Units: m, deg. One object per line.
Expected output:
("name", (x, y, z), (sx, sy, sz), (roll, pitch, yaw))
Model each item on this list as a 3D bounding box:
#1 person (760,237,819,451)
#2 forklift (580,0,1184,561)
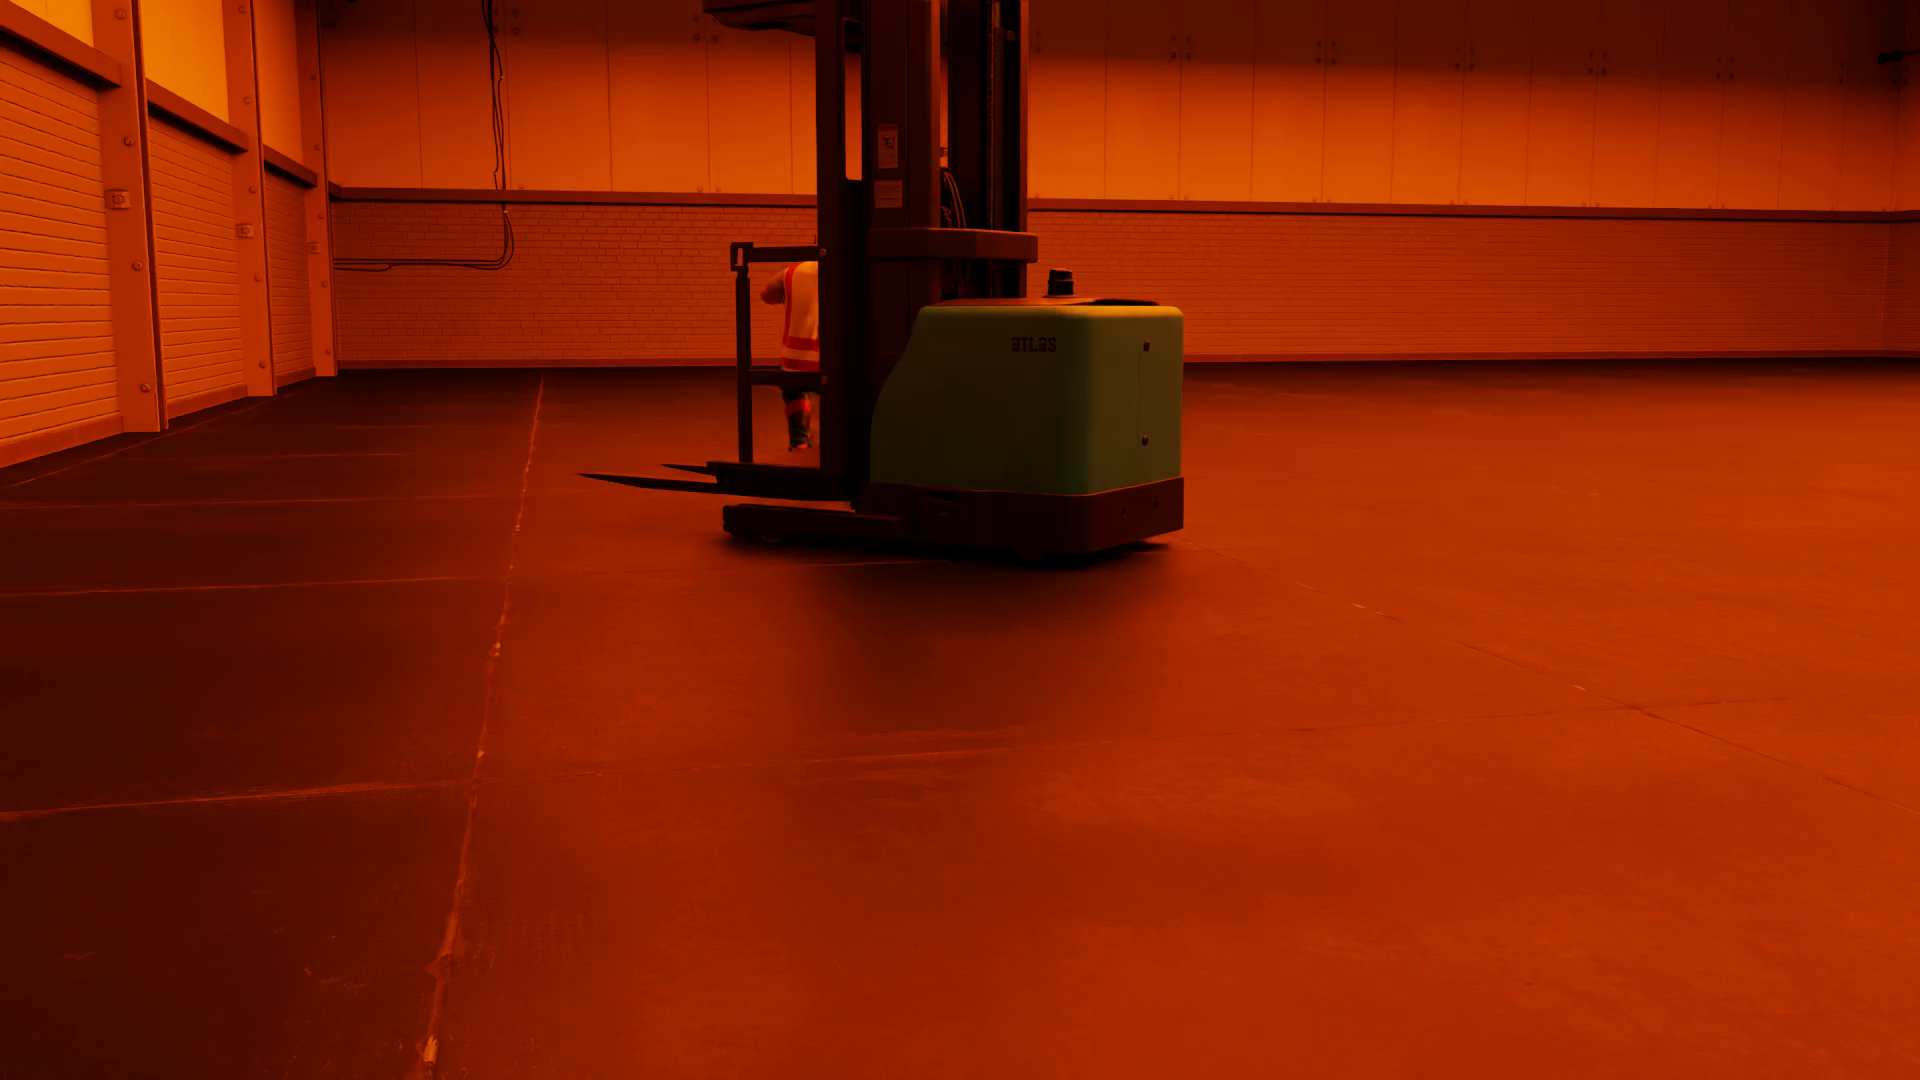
("person", (-0.731, -1.085, 9.827), (0.978, 1.560, 0.782), (3, 9, 23))
("forklift", (-0.498, -1.493, 7.801), (3.031, 2.935, 1.130), (5, 9, 33))
